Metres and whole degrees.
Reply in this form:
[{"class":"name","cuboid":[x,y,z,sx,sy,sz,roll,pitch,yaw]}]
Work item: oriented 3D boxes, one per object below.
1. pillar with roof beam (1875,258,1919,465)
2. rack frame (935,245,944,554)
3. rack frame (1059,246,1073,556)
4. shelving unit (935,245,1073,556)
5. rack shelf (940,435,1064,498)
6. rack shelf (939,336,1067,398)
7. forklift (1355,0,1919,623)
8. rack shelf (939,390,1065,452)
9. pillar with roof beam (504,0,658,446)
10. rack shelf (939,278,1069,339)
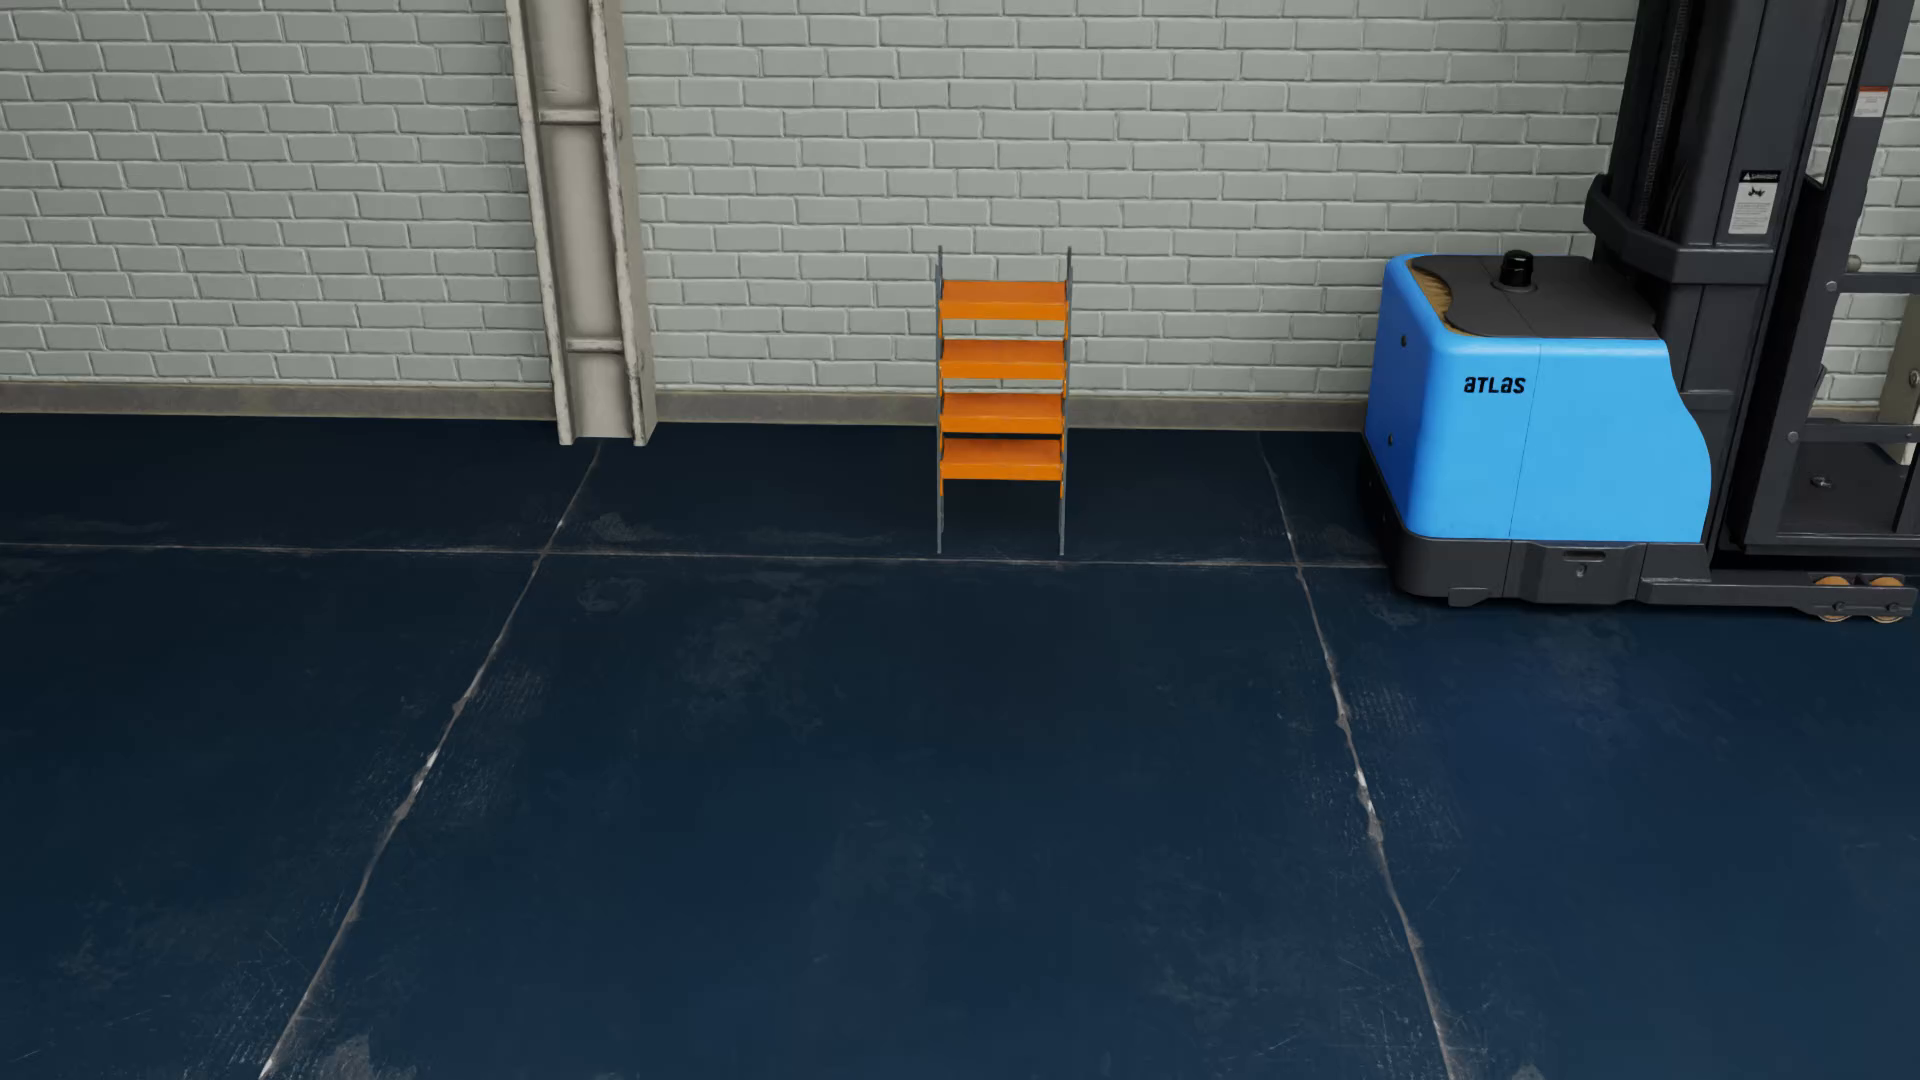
[{"class":"pillar with roof beam","cuboid":[4.223,-2.364,1.601,0.400,9.000,9.100,1,28,2]},{"class":"rack frame","cuboid":[-0.078,-0.531,6.471,0.015,1.200,0.240,1,28,2]},{"class":"rack frame","cuboid":[0.409,-0.523,6.456,0.015,1.200,0.240,1,28,2]},{"class":"shelving unit","cuboid":[0.165,-0.527,6.464,0.503,1.200,0.258,1,28,2]},{"class":"rack shelf","cuboid":[0.165,-0.293,6.588,0.480,0.148,0.258,1,28,2]},{"class":"rack shelf","cuboid":[0.165,-0.666,6.391,0.480,0.148,0.258,1,28,2]},{"class":"forklift","cuboid":[3.170,-1.242,5.964,3.031,2.935,1.130,1,28,2]},{"class":"rack shelf","cuboid":[0.165,-0.468,6.495,0.480,0.148,0.258,1,28,2]},{"class":"pillar with roof beam","cuboid":[-1.773,-2.463,1.789,0.400,9.000,9.100,1,28,2]},{"class":"rack shelf","cuboid":[0.165,-0.875,6.280,0.480,0.148,0.258,1,28,2]}]
